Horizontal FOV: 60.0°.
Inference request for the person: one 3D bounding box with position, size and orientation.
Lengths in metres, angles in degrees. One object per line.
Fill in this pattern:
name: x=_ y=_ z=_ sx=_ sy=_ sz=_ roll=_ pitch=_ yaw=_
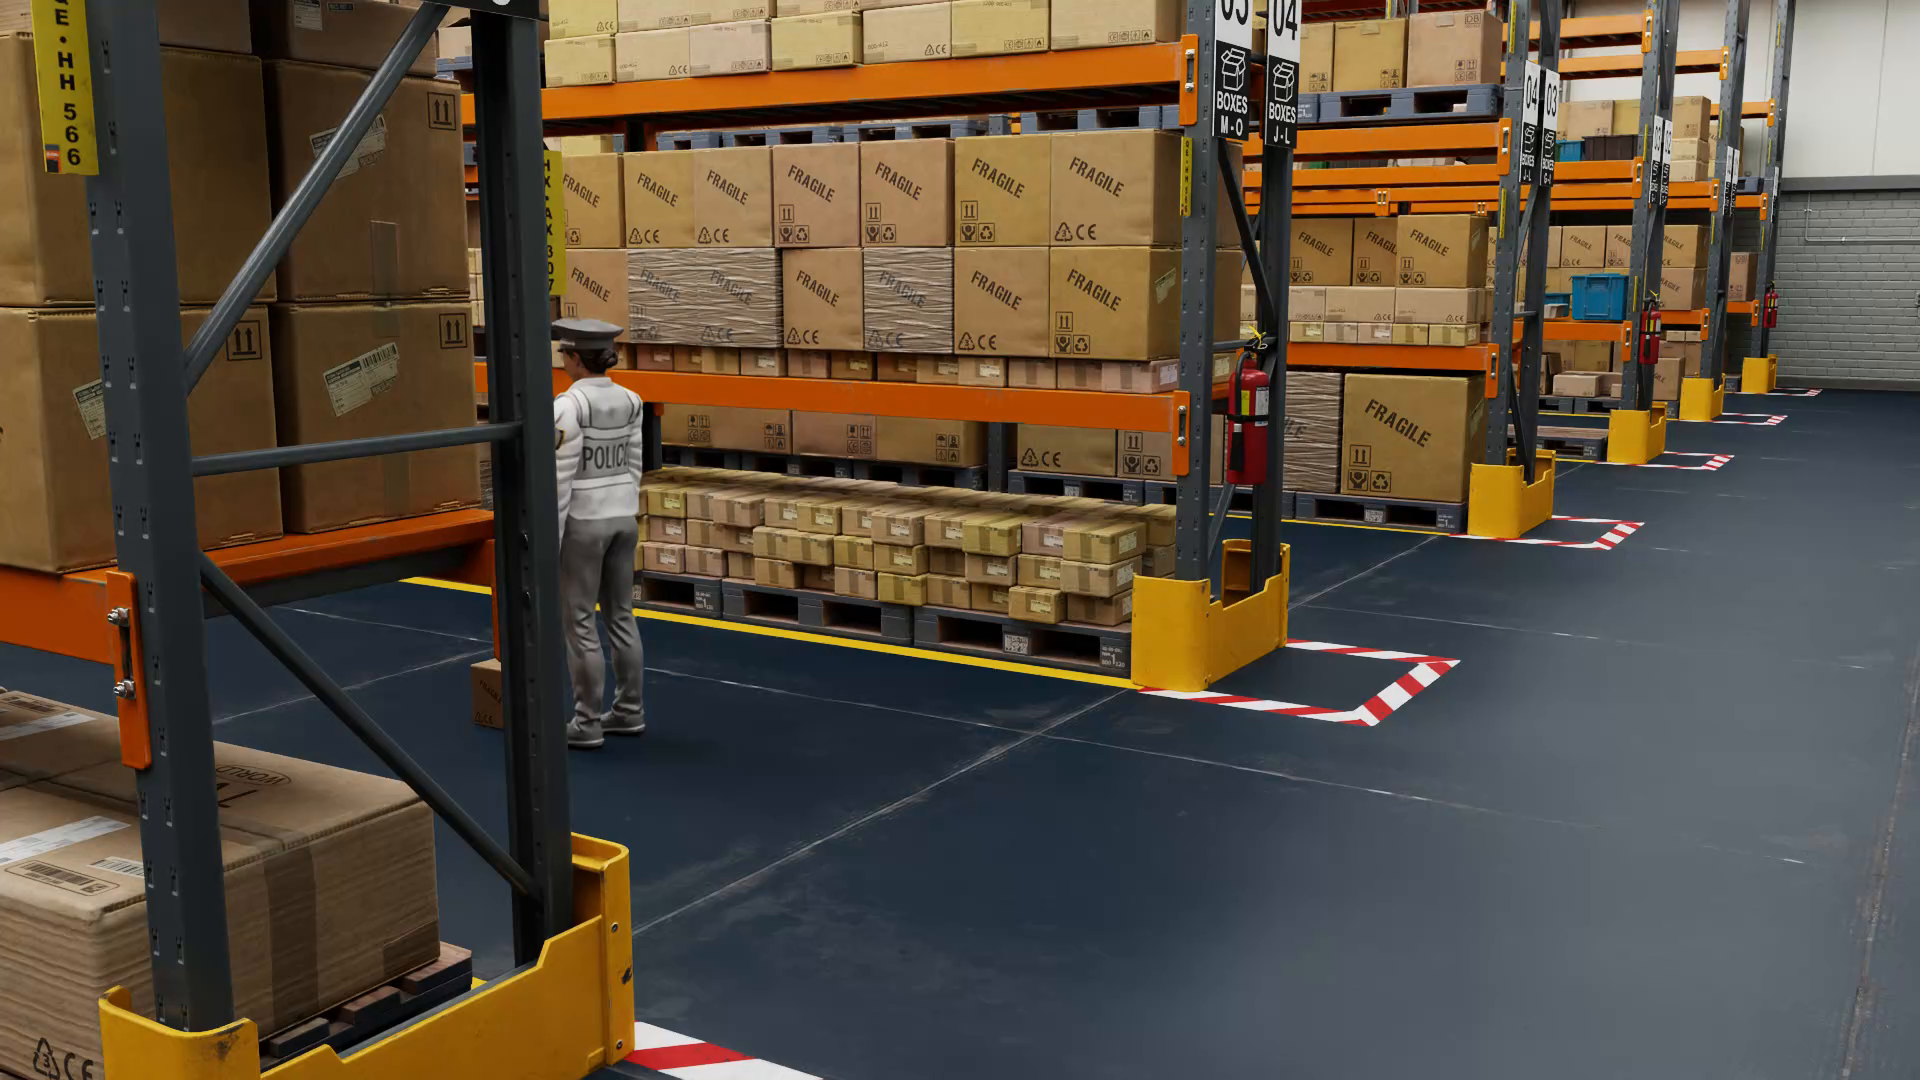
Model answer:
person: x=-1.449 y=-0.030 z=6.519 sx=0.329 sy=1.672 sz=0.474 roll=6 pitch=11 yaw=32
